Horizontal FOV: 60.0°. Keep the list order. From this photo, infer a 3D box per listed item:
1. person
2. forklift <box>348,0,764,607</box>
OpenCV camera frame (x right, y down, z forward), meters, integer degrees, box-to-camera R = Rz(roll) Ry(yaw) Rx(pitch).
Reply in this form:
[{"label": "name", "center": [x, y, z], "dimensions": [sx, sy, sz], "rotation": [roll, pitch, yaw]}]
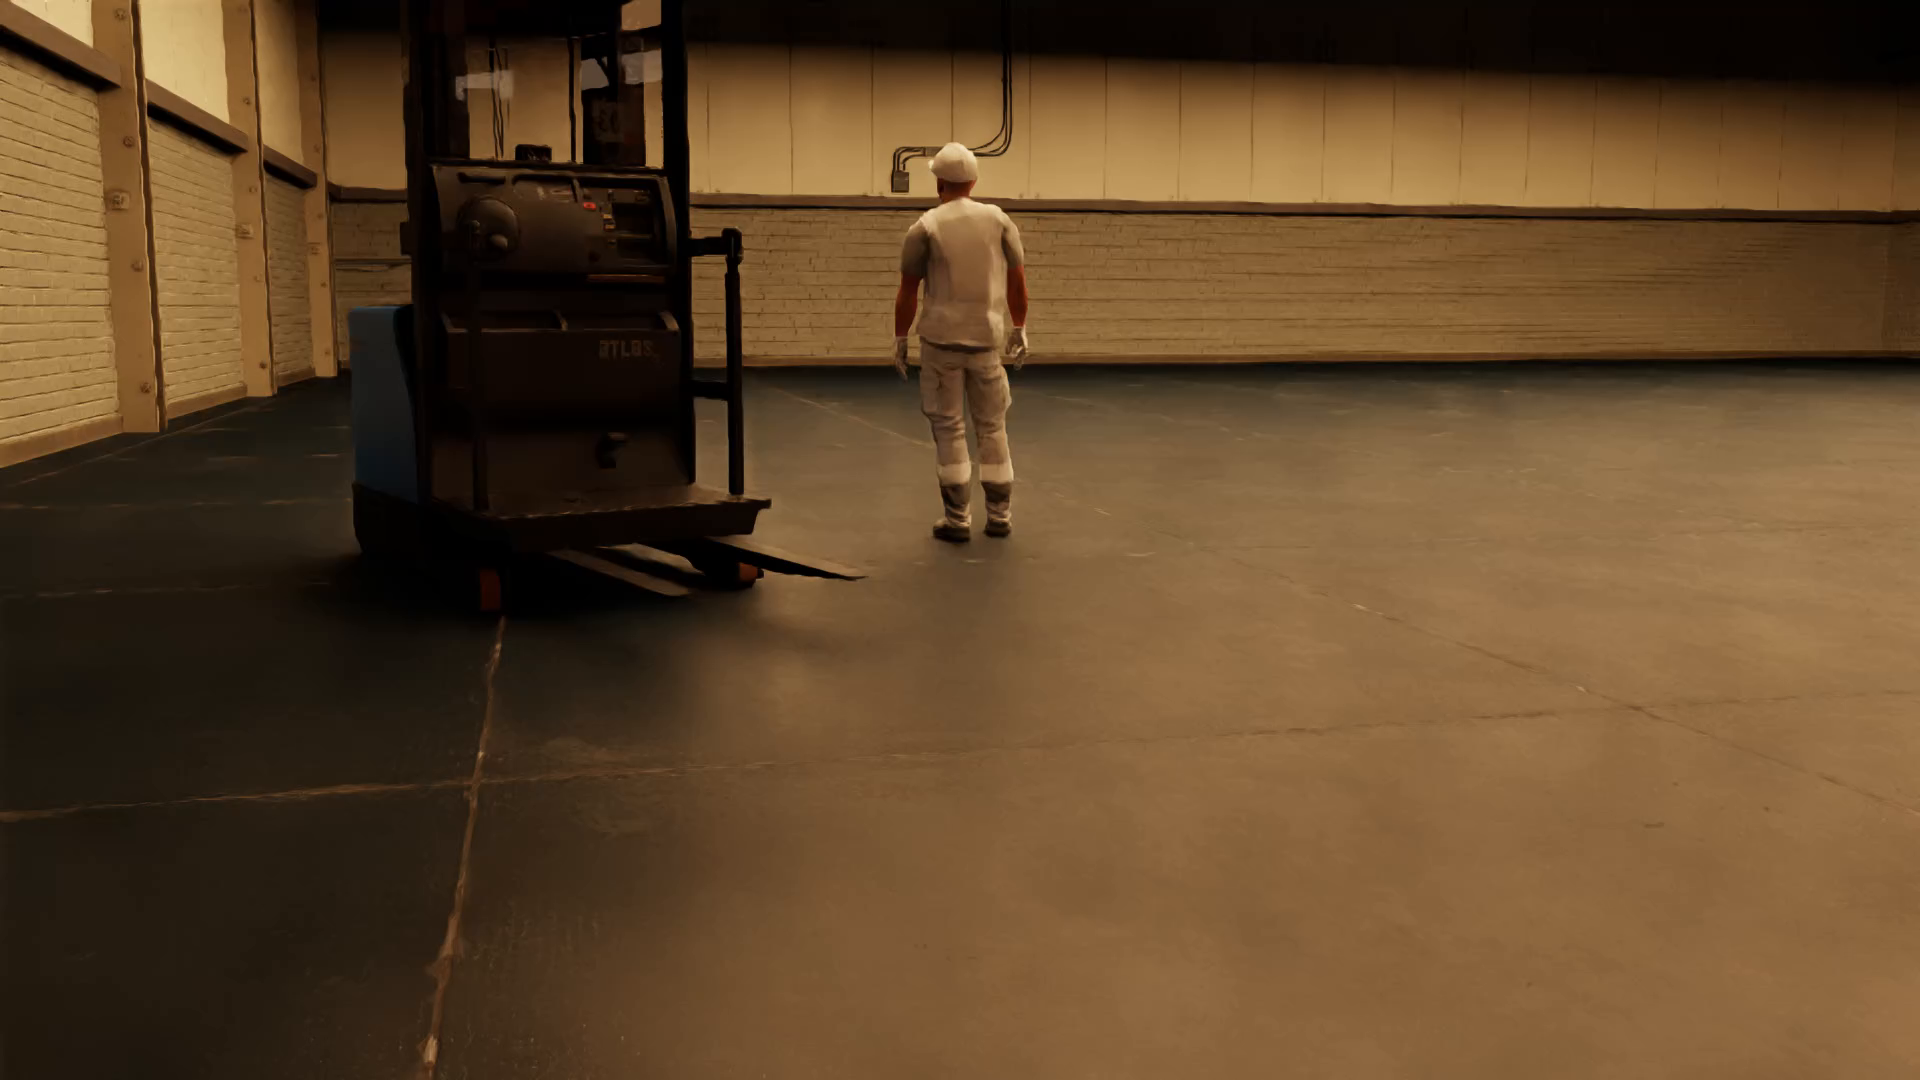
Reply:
[{"label": "person", "center": [0.009, -0.920, 7.591], "dimensions": [0.637, 1.736, 0.423], "rotation": [-2, 8, -13]}, {"label": "forklift", "center": [-1.415, -1.265, 6.174], "dimensions": [1.130, 2.935, 3.031], "rotation": [-5, 10, -33]}]
